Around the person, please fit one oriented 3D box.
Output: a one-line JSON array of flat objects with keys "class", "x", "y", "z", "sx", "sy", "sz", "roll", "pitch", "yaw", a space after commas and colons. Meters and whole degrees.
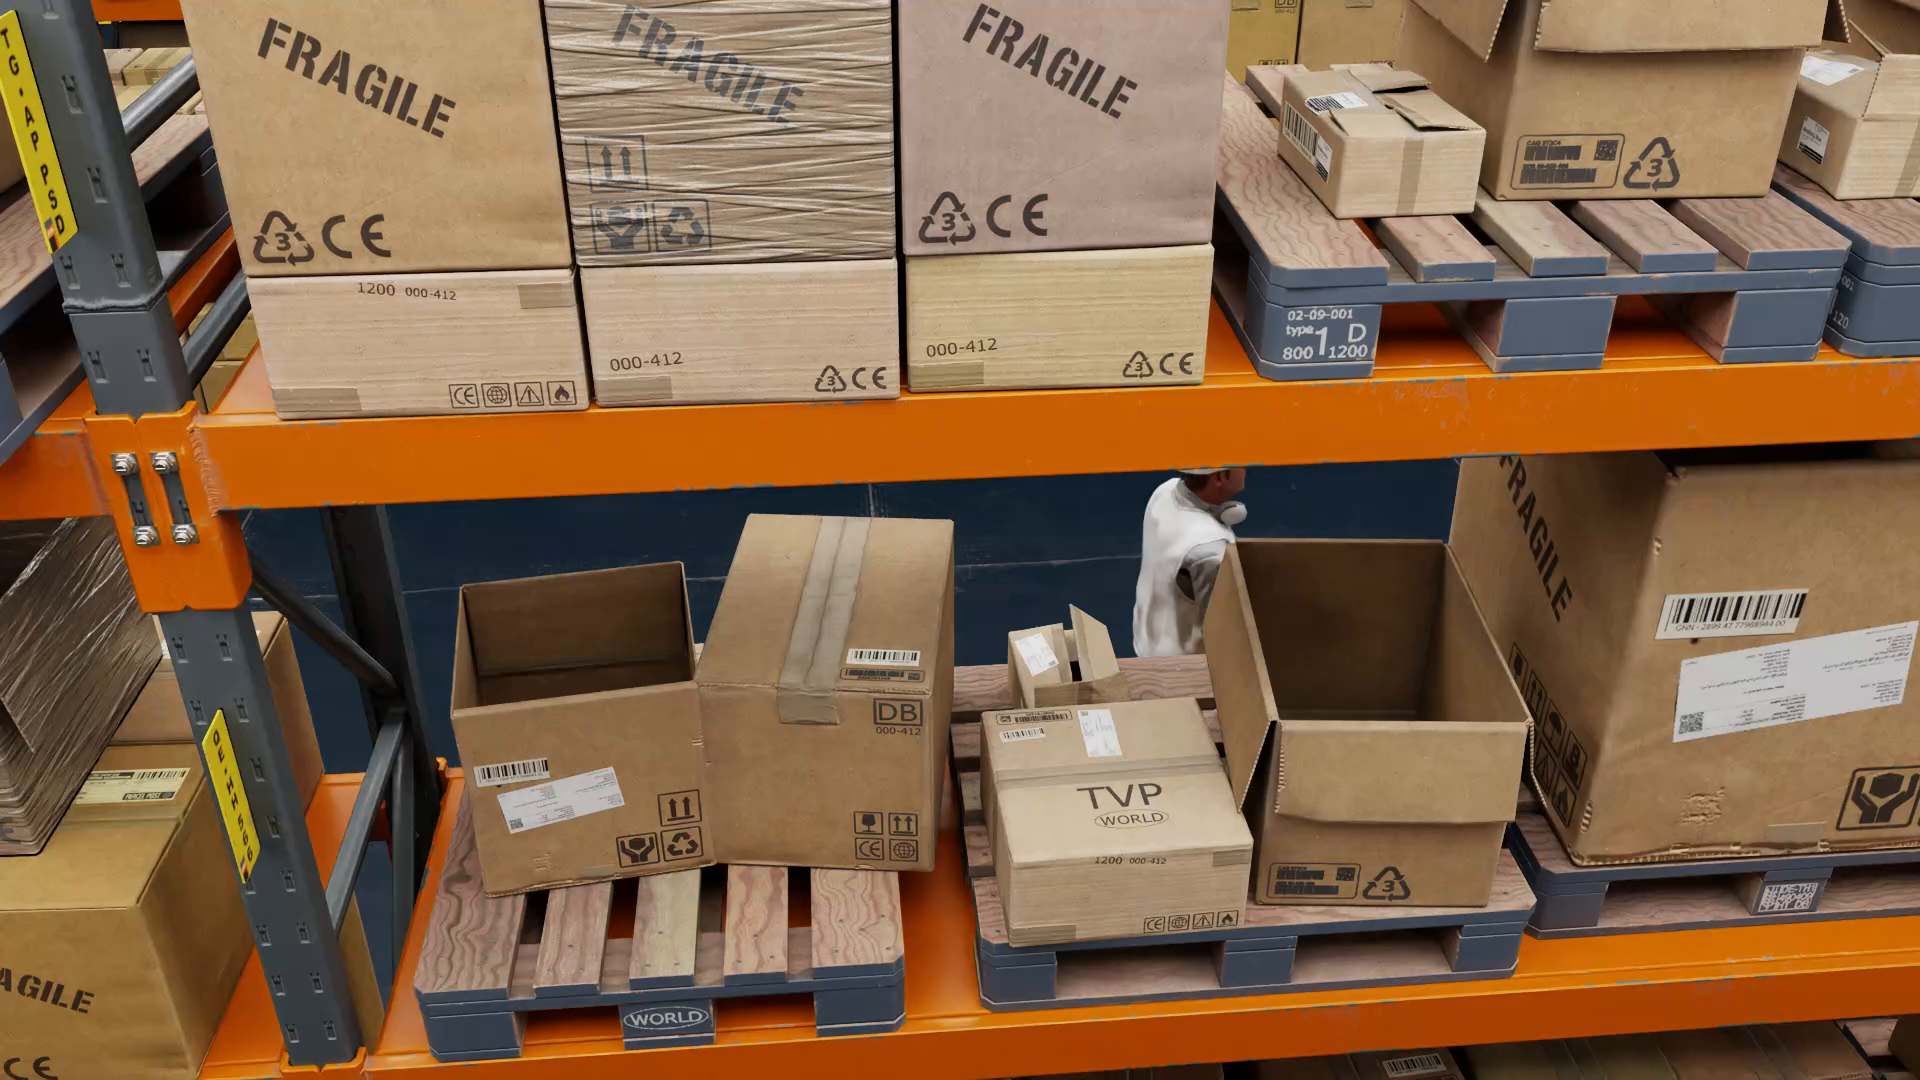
[{"class": "person", "x": 0.813, "y": 0.380, "z": 5.465, "sx": 0.493, "sy": 1.780, "sz": 0.542, "roll": -3, "pitch": 31, "yaw": -5}]
